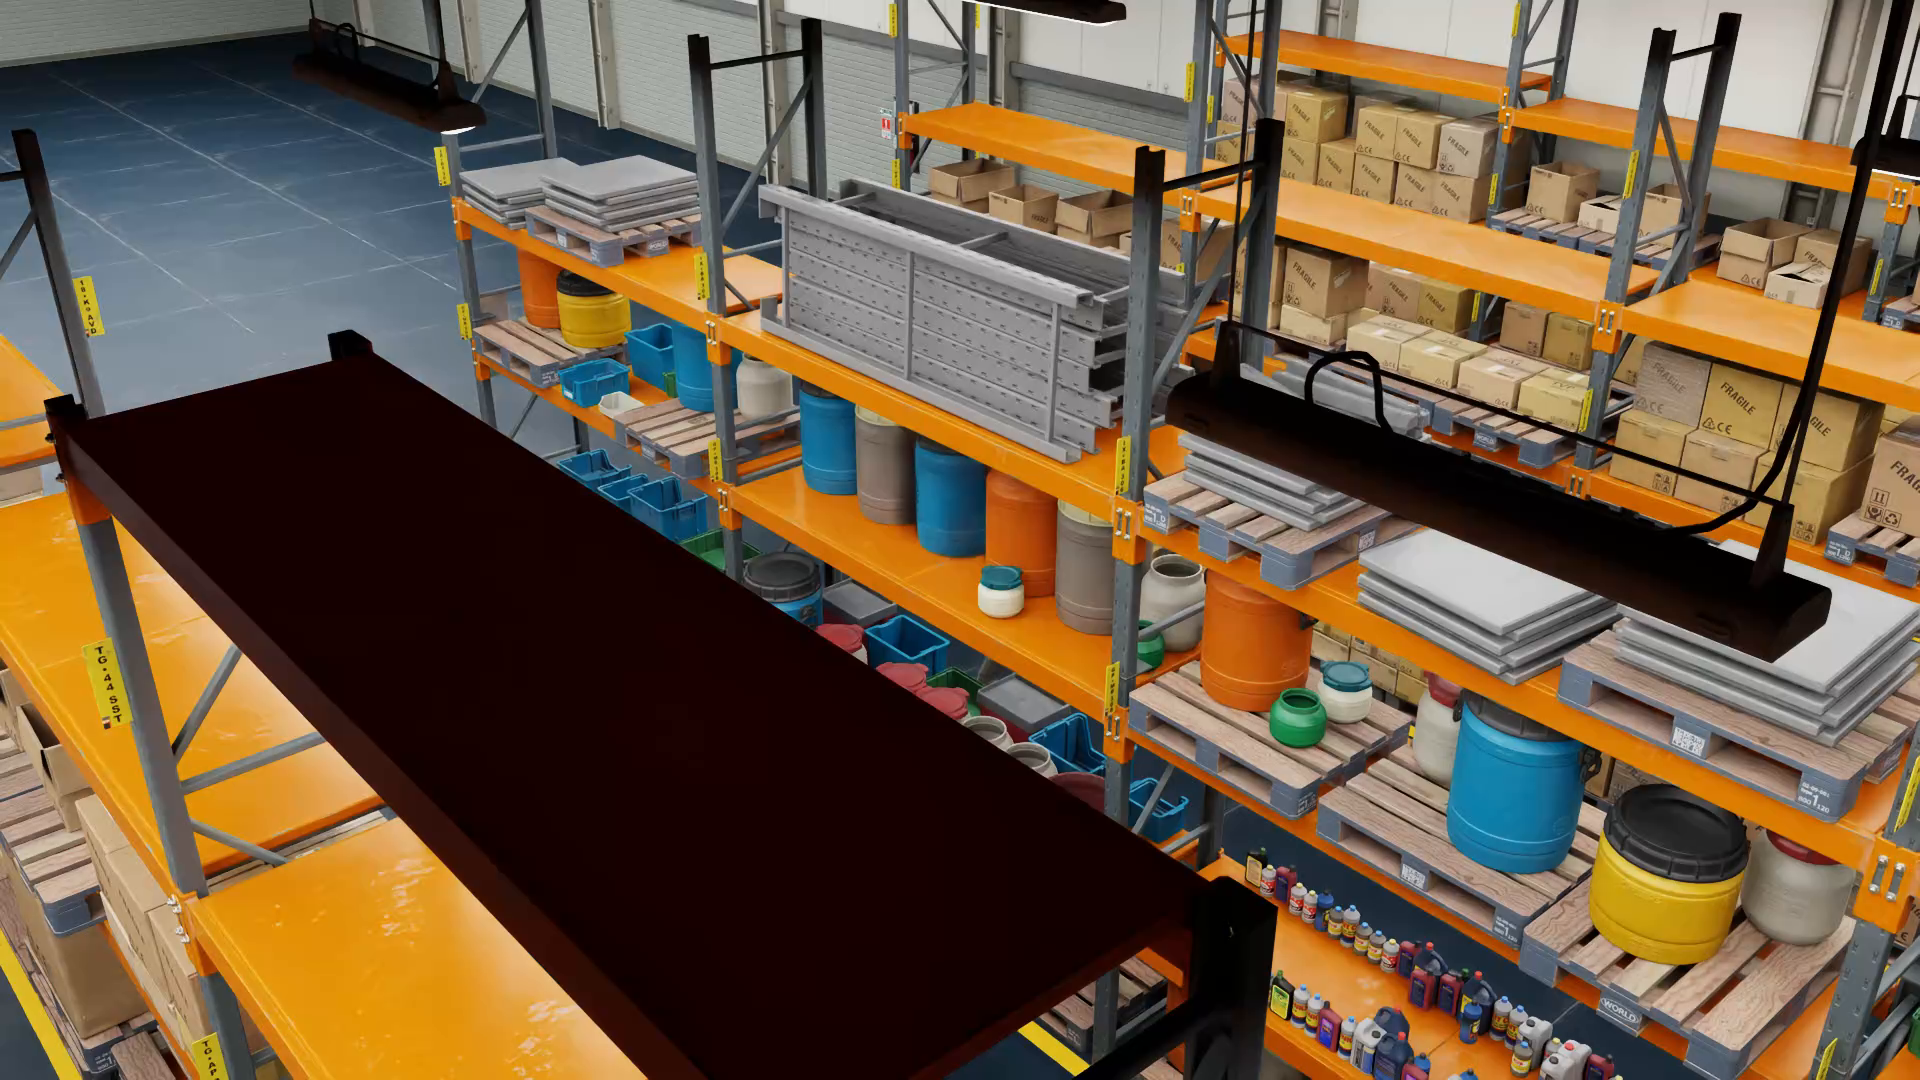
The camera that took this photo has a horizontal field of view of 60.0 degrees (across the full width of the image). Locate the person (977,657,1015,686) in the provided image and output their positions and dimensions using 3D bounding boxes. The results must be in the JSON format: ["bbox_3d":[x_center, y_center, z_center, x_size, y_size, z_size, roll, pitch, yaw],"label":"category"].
[{"bbox_3d":[0.369,0.863,14.054,0.961,1.615,0.436,19,32,32],"label":"person"}]
